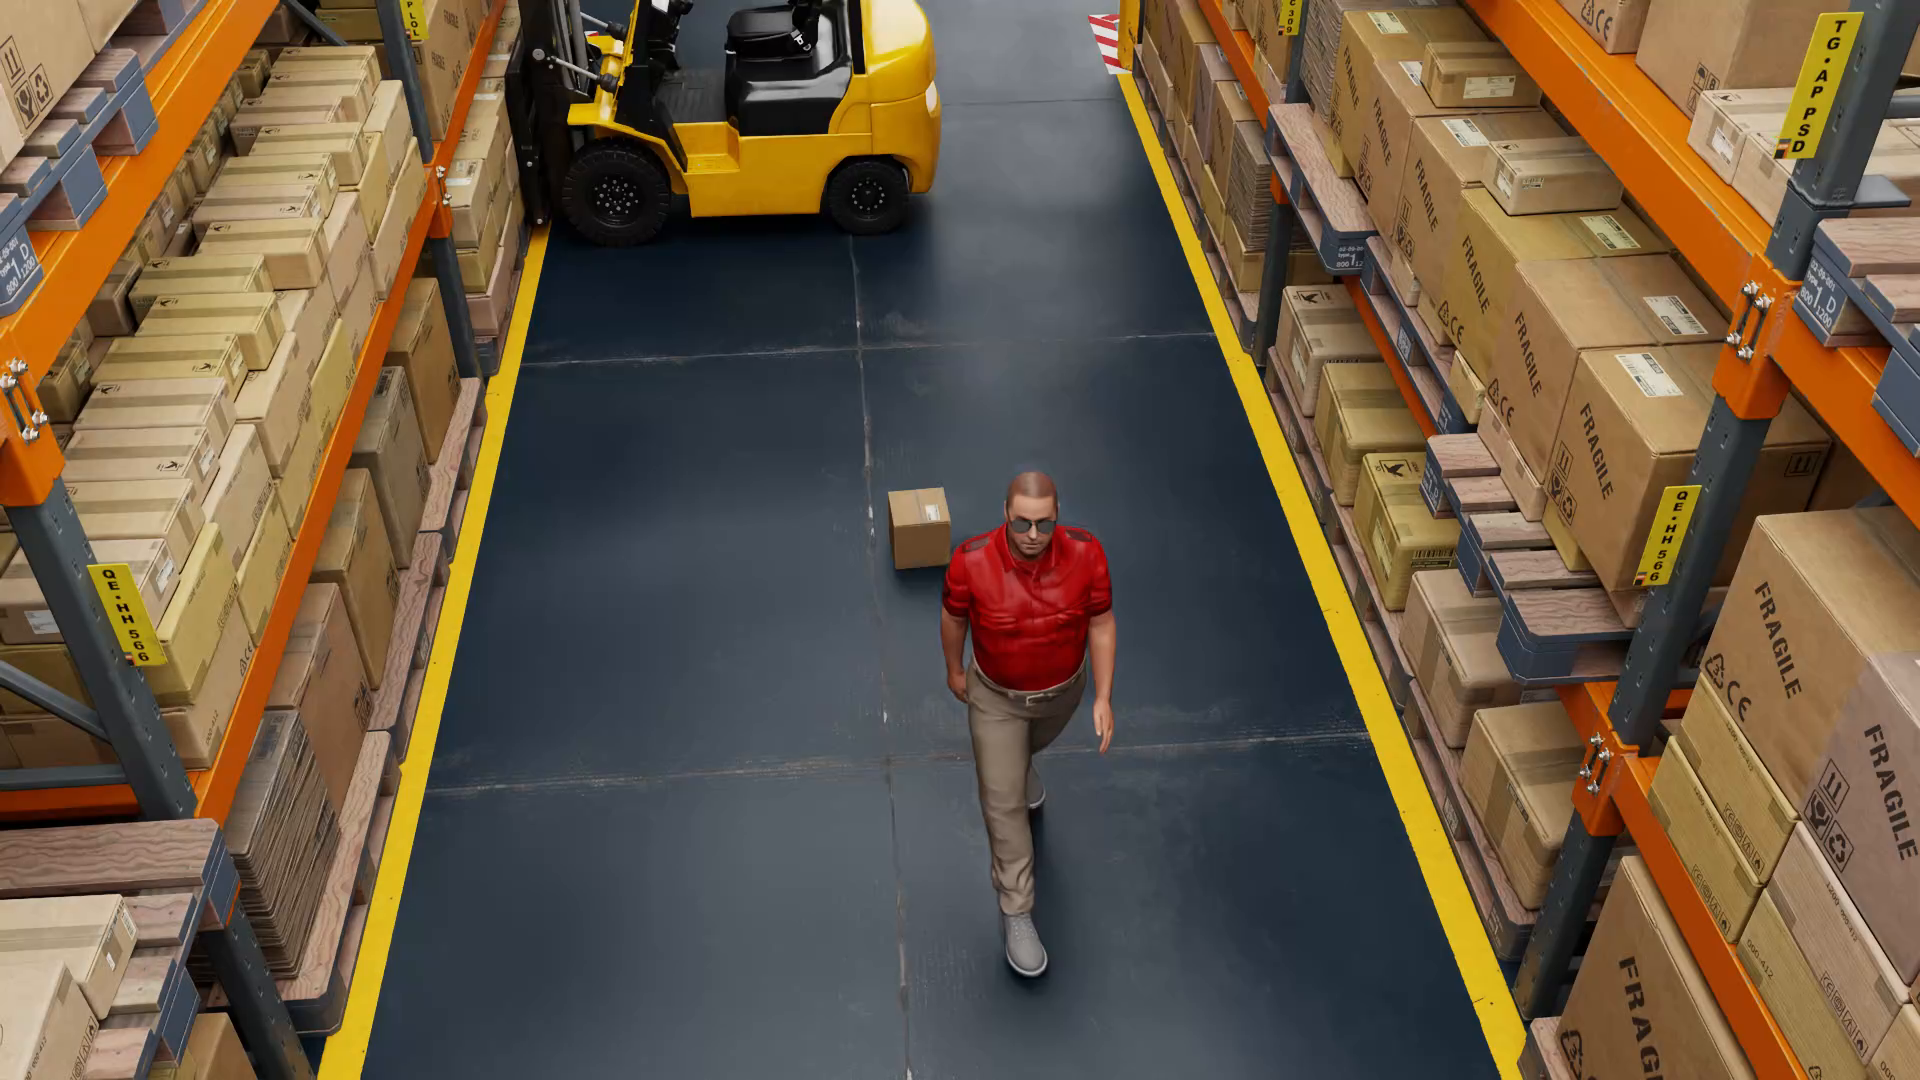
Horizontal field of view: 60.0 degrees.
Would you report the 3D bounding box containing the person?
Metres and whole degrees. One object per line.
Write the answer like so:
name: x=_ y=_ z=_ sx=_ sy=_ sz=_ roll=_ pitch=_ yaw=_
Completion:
person: x=0.248 y=0.513 z=5.509 sx=0.548 sy=1.661 sz=1.045 roll=-8 pitch=40 yaw=-10
